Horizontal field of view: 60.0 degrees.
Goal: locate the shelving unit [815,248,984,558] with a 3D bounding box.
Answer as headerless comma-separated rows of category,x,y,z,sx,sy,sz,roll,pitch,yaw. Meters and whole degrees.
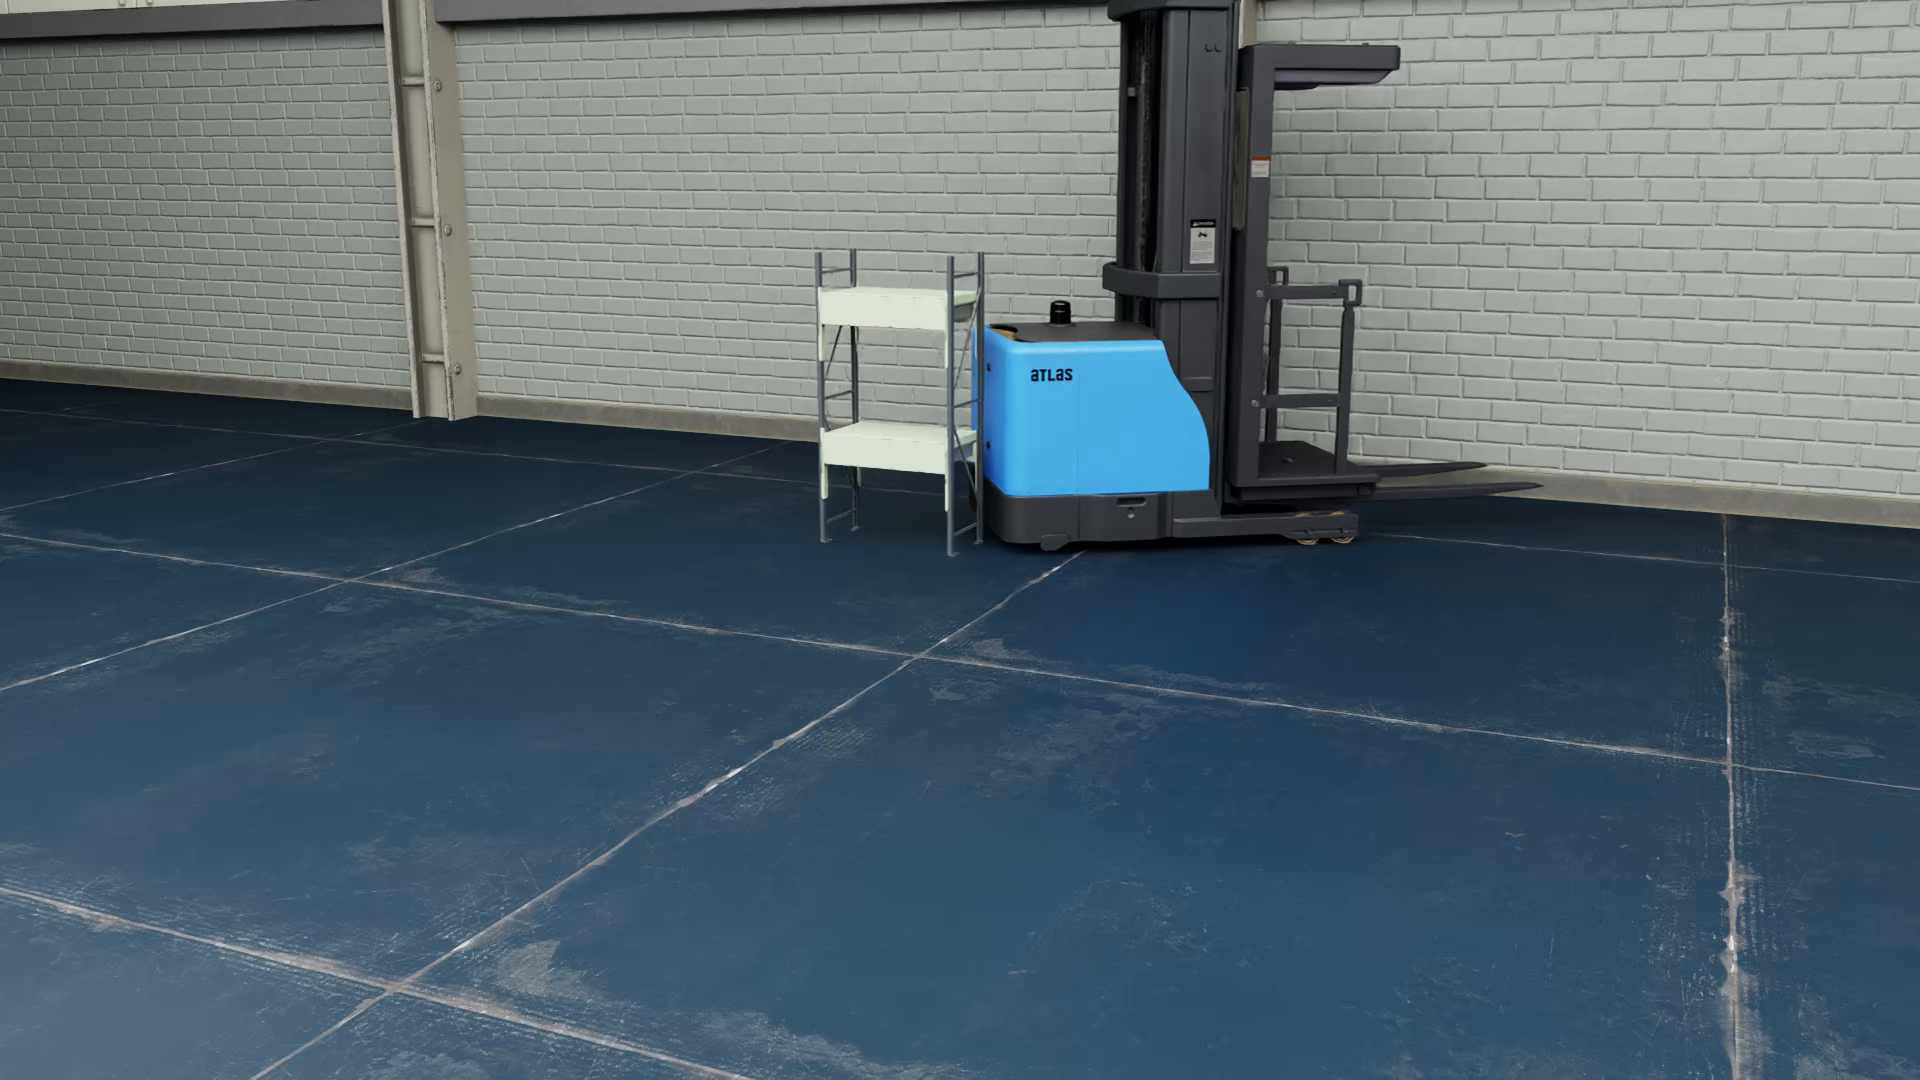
shelving unit,-0.303,-0.719,8.536,0.755,1.500,0.431,6,14,24

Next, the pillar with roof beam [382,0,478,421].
pillar with roof beam,-5.705,-4.438,7.971,0.400,9.000,9.100,6,14,23

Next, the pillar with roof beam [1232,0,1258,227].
pillar with roof beam,-0.219,-3.883,5.605,0.400,9.000,9.100,6,14,23

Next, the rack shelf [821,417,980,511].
rack shelf,-0.303,-0.402,8.610,0.720,0.370,0.431,6,14,24

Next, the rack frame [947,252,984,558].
rack frame,0.030,-0.684,8.387,0.023,1.500,0.400,6,14,24

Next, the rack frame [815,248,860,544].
rack frame,-0.635,-0.754,8.685,0.023,1.500,0.400,6,14,24

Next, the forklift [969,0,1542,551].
forklift,1.619,-1.515,8.797,3.031,2.935,1.130,-2,13,-11

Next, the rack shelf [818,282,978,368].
rack shelf,-0.303,-1.099,8.447,0.720,0.370,0.431,6,14,24
